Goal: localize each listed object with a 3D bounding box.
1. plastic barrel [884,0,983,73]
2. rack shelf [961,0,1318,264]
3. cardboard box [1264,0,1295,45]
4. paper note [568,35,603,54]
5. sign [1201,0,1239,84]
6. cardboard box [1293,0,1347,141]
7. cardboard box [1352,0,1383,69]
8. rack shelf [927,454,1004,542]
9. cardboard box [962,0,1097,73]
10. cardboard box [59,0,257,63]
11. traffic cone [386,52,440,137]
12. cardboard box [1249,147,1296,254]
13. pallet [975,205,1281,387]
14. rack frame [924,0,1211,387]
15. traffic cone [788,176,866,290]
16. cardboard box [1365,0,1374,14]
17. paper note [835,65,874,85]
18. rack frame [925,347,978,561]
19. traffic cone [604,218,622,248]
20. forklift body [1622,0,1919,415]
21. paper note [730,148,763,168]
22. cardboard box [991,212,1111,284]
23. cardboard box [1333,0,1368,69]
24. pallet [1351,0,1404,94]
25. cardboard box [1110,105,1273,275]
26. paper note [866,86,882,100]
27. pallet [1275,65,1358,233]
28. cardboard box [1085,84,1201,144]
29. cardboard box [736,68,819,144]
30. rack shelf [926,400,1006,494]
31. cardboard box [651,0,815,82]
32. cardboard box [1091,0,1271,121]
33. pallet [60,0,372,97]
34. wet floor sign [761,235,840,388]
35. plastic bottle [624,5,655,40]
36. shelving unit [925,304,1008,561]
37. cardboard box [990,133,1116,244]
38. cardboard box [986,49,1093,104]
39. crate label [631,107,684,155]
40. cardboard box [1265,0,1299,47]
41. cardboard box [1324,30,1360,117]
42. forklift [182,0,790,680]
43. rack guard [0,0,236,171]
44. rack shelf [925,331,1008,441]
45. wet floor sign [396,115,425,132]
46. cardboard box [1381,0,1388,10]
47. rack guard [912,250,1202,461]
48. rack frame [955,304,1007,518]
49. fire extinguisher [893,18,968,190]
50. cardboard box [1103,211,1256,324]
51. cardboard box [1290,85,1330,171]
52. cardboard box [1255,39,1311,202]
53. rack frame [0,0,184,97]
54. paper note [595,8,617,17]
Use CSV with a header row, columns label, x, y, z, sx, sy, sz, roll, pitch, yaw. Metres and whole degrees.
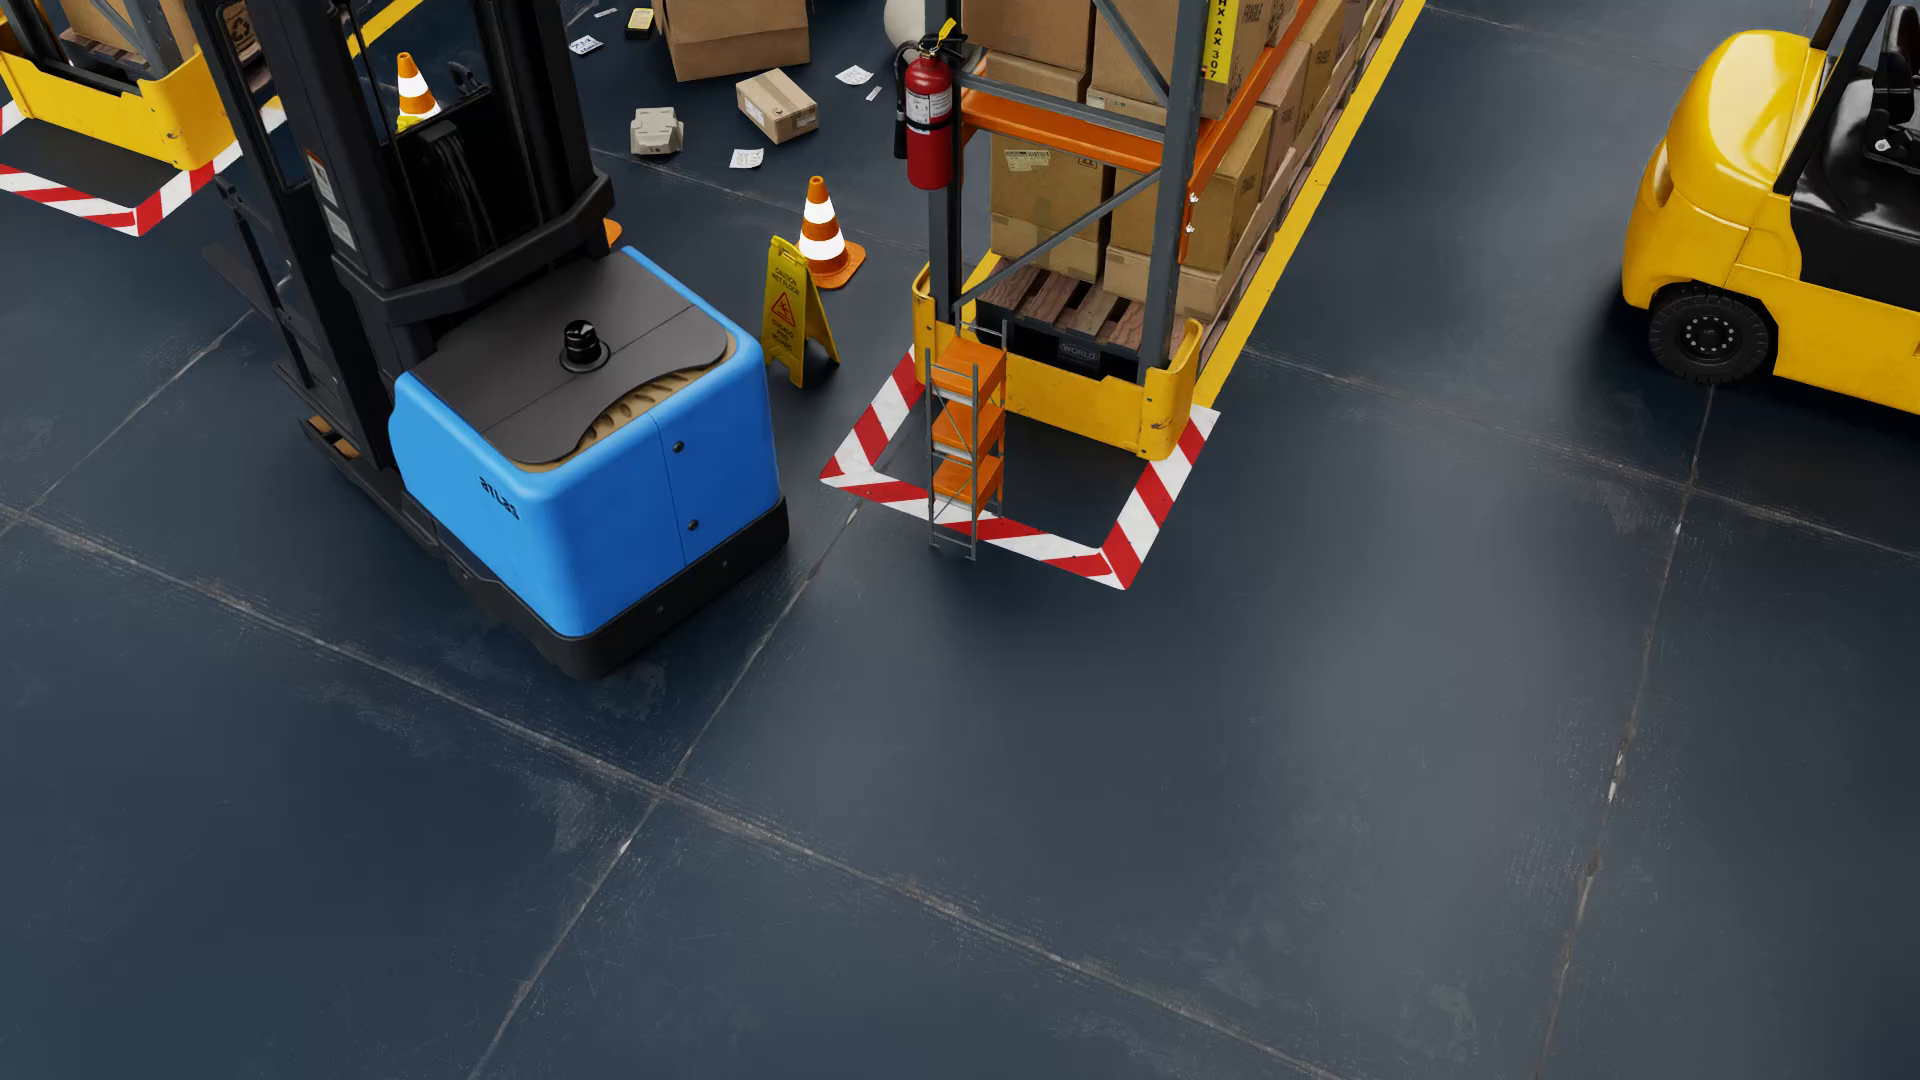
label,x,y,z,sx,sy,sz,roll,pitch,yaw
plastic barrel,-0.133,-2.616,8.513,0.421,0.421,0.512,-19,52,-16
rack shelf,1.208,-2.680,7.348,1.077,0.370,4.000,20,52,16
cardboard box,1.025,-2.258,6.256,0.500,0.500,0.500,21,53,17
paper note,-1.978,-2.613,8.769,0.142,0.017,0.144,-37,59,-27
sign,0.844,-1.640,5.422,0.100,0.325,0.005,20,52,16
cardboard box,1.399,-2.210,7.513,0.500,0.500,0.500,21,53,17
cardboard box,1.834,-2.671,8.398,0.500,0.250,0.500,19,52,15
rack shelf,0.023,-0.190,6.416,0.215,0.259,0.240,20,52,16
cardboard box,0.336,-2.128,6.145,0.500,0.500,0.500,19,52,15
cardboard box,-3.936,-3.013,8.278,0.875,0.875,0.875,20,53,16
traffic cone,-2.655,-2.158,8.098,0.336,0.463,0.334,20,52,16
cardboard box,1.173,-1.595,7.483,0.500,0.250,0.500,22,53,17
pallet,0.765,-1.232,7.475,1.003,0.211,1.213,20,52,16
rack frame,0.353,-1.536,5.902,1.000,3.000,0.127,20,52,16
traffic cone,-0.629,-1.429,7.478,0.336,0.463,0.334,20,52,16
cardboard box,1.836,-2.933,8.128,0.500,0.500,0.500,21,53,17
paper note,-0.544,-2.404,8.599,0.142,0.019,0.148,-37,59,-27
rack frame,-0.029,-0.293,6.125,0.200,1.050,0.008,20,52,16
traffic cone,-1.778,-1.556,7.586,0.336,0.463,0.334,20,52,16
forklift body,4.003,-1.548,6.470,2.313,2.155,1.214,20,52,16
paper note,-1.043,-1.872,8.138,0.148,0.019,0.142,4,50,3
cardboard box,0.466,-1.441,7.352,0.500,0.250,0.500,20,52,16
cardboard box,1.619,-2.581,7.829,0.500,0.500,0.500,22,53,18
pallet,1.807,-2.912,8.905,1.003,0.211,1.213,20,52,16
cardboard box,0.957,-1.506,6.914,0.500,0.500,0.500,18,52,15
paper note,-0.439,-2.284,8.502,0.032,0.001,0.123,20,52,16
pallet,1.287,-2.069,8.187,1.003,0.211,1.213,20,52,16
cardboard box,0.686,-1.621,6.140,0.380,0.149,0.250,20,52,16
cardboard box,-0.914,-2.171,8.315,0.250,0.149,0.380,-28,55,-22
rack shelf,0.023,-0.370,6.205,0.215,0.259,0.240,20,52,16
cardboard box,-1.185,-2.760,8.583,0.797,0.503,0.637,-11,51,-9
cardboard box,0.806,-1.900,5.952,0.500,0.500,0.500,19,52,16
pallet,-3.895,-2.749,8.766,1.003,0.211,1.213,20,52,16
wet floor sign,-0.695,-0.990,6.984,0.232,0.644,0.267,-37,59,-27
plastic bottle,-1.699,-2.782,8.892,0.133,0.061,0.283,4,50,3
shelving unit,0.023,-0.377,6.196,0.215,1.050,0.252,20,52,16
cardboard box,0.460,-1.660,7.046,0.500,0.500,0.500,20,53,16
cardboard box,0.320,-1.781,6.276,0.380,0.149,0.250,21,53,17
crate label,-1.498,-2.012,8.188,0.250,0.136,0.298,-4,50,-3
cardboard box,1.117,-2.115,6.561,0.380,0.149,0.250,21,53,17
cardboard box,1.613,-2.322,8.101,0.500,0.250,0.500,21,53,17
forklift,-2.061,-1.460,5.883,1.130,2.935,3.031,-37,59,-27
rack guard,-4.176,-2.250,8.151,1.175,0.500,0.348,20,52,16
rack shelf,0.023,-0.554,5.988,0.215,0.259,0.240,20,52,16
wet floor sign,-2.388,-1.650,7.545,0.267,0.644,0.232,12,51,10
cardboard box,2.053,-3.041,8.712,0.500,0.250,0.500,22,53,18
rack guard,0.386,-0.778,6.899,1.175,0.500,0.348,20,52,16
rack frame,0.075,-0.461,6.268,0.200,1.050,0.008,20,52,16
fire extinguisher,-0.112,-1.582,5.992,0.296,0.674,0.183,20,52,16
cardboard box,0.948,-1.246,7.186,0.500,0.250,0.500,19,52,16
cardboard box,1.394,-1.975,7.806,0.500,0.250,0.500,23,53,18
cardboard box,1.177,-1.867,7.222,0.500,0.500,0.500,18,52,15
rack frame,-4.165,-3.077,7.214,1.000,3.000,0.127,20,52,16
paper note,-1.914,-2.849,8.982,0.123,0.001,0.032,-28,55,-22
